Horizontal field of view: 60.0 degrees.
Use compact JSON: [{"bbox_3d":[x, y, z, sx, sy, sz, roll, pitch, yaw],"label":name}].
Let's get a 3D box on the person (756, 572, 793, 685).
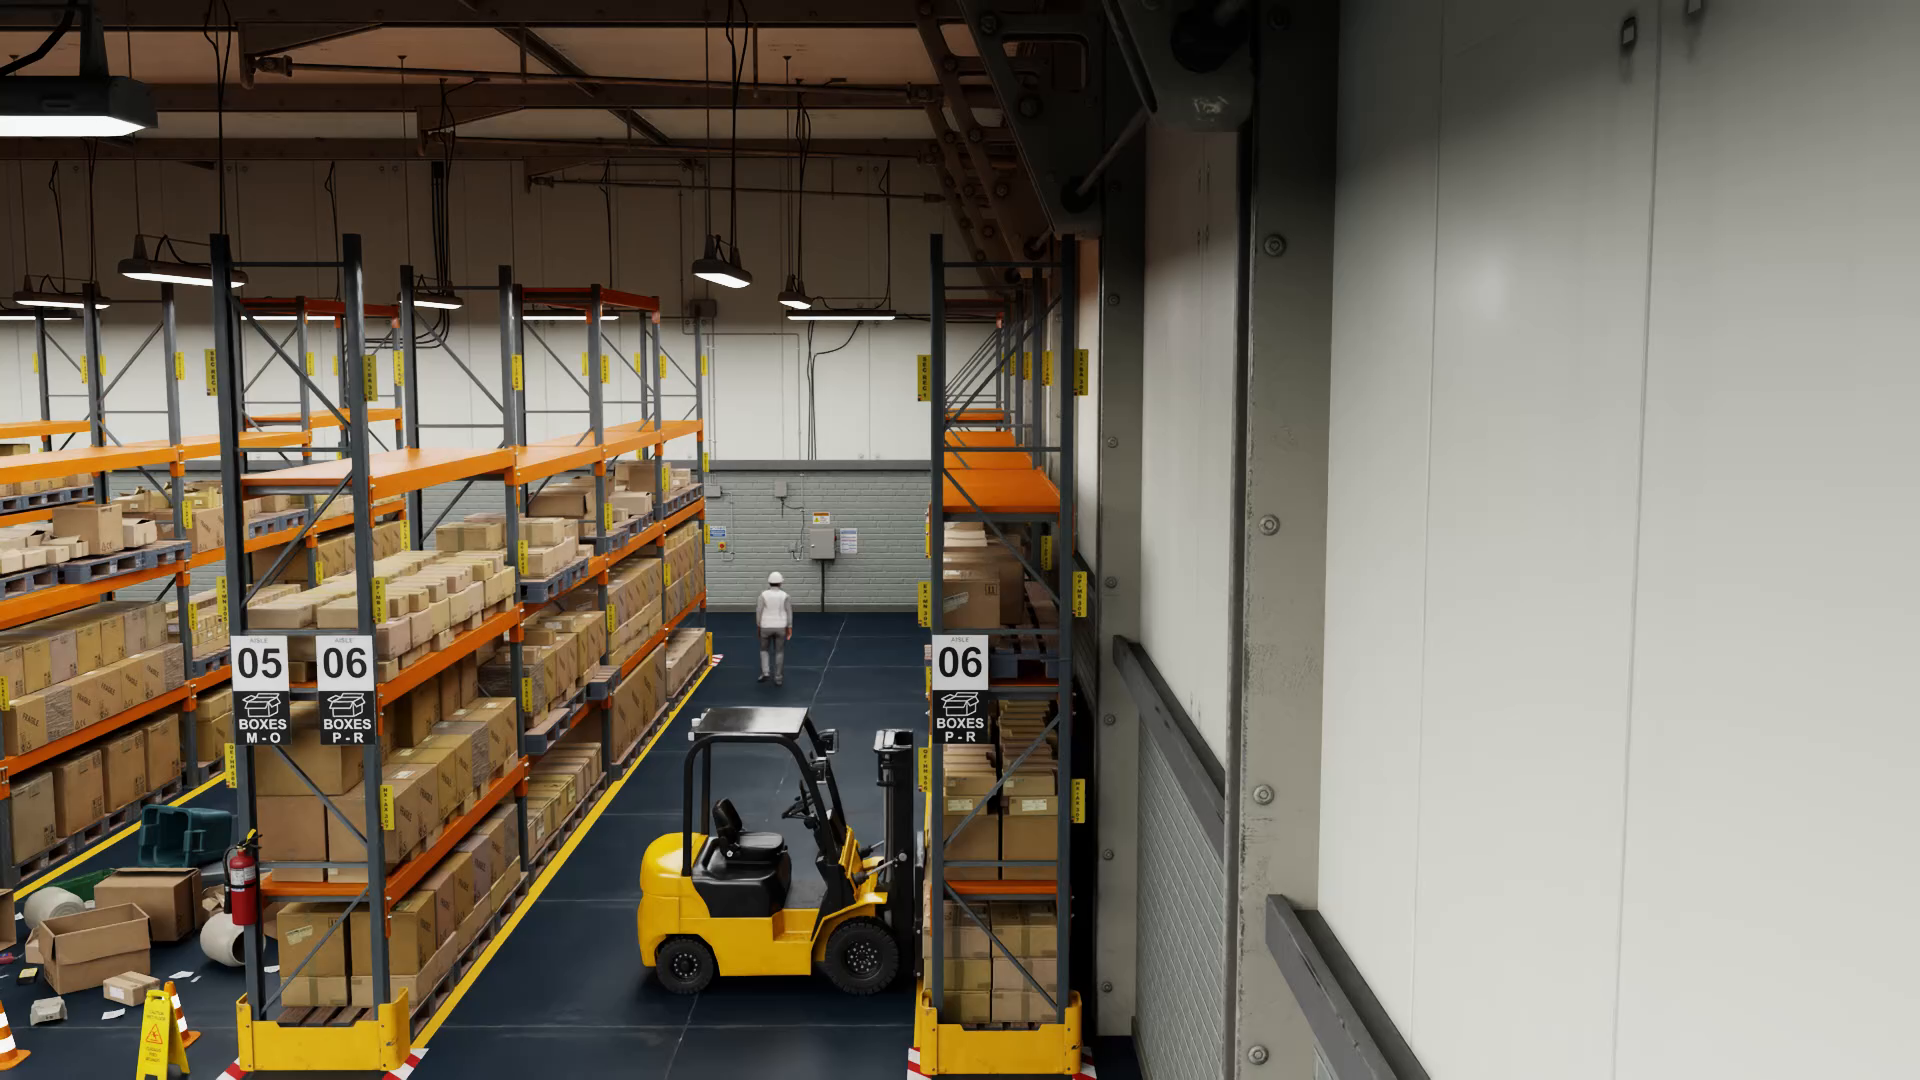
[{"bbox_3d":[-2.915,1.390,26.163,0.570,1.775,0.471,-1,6,-5],"label":"person"}]
